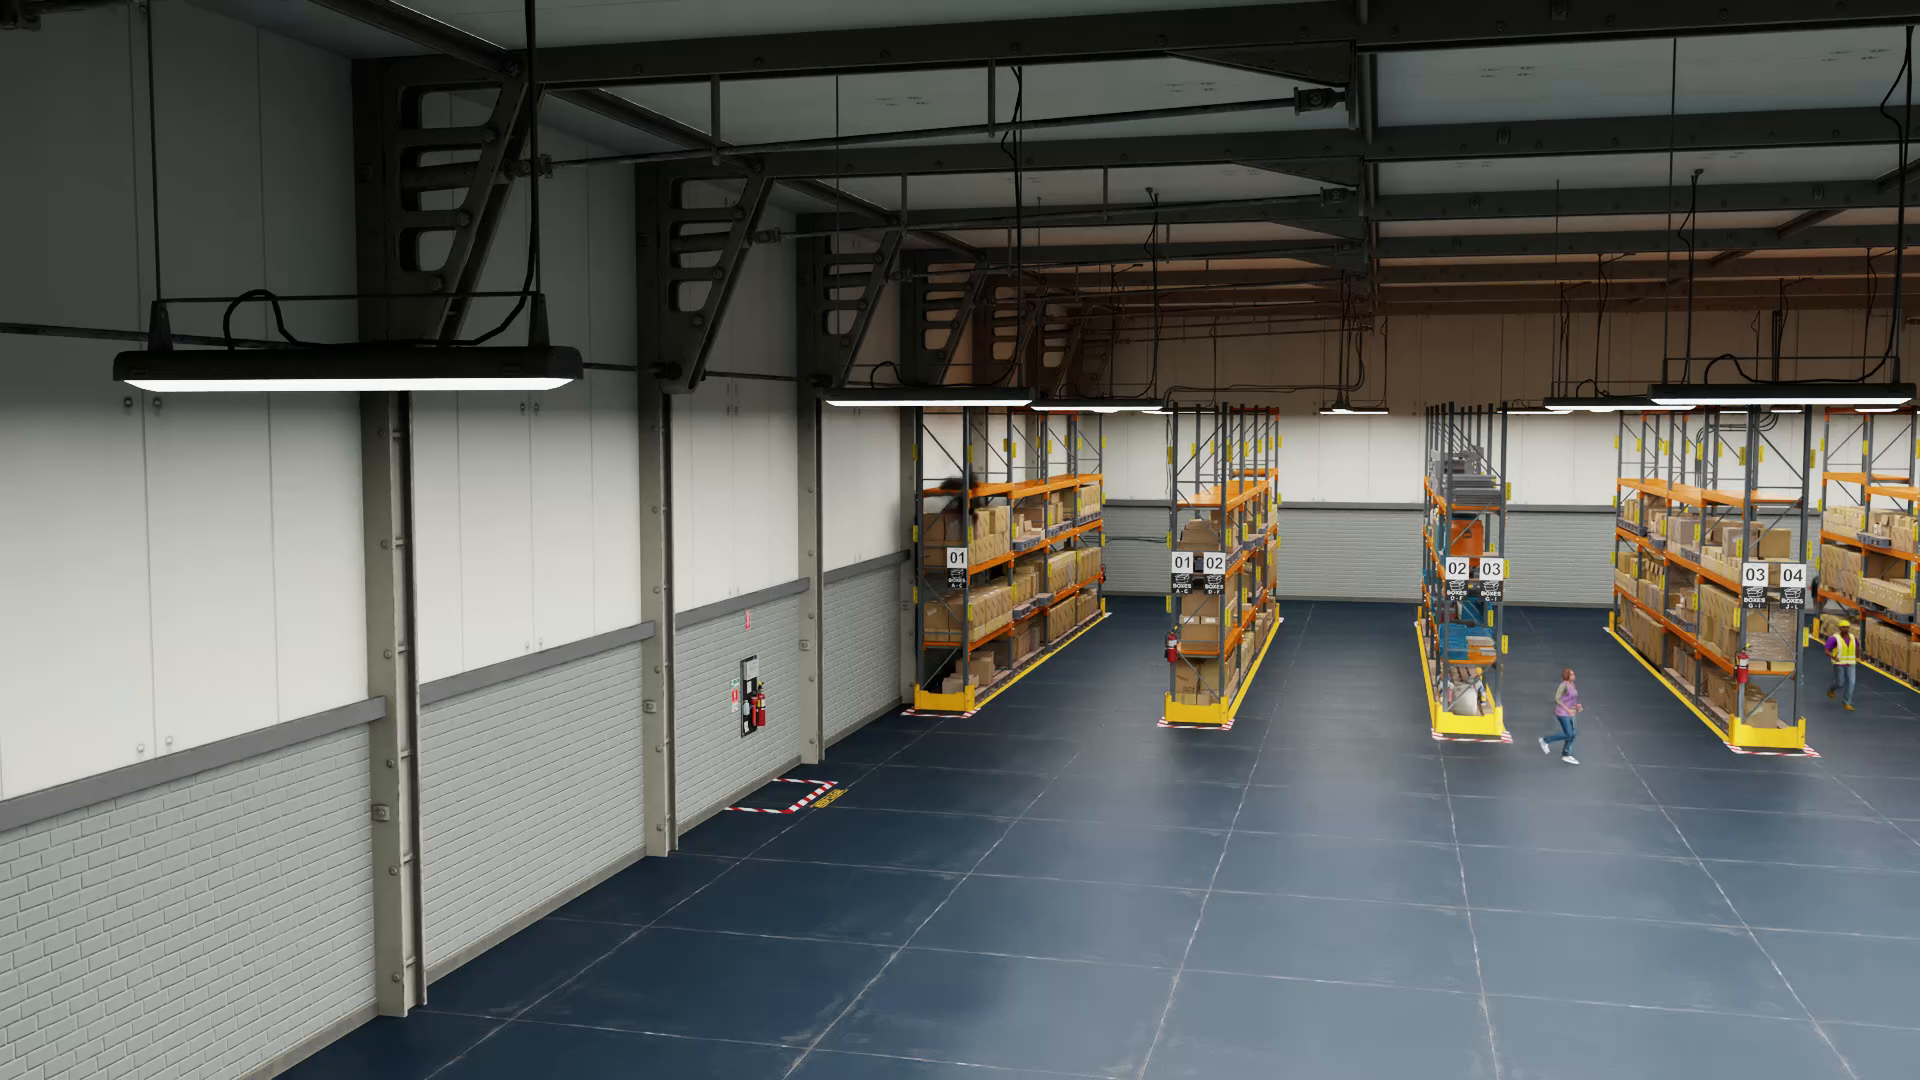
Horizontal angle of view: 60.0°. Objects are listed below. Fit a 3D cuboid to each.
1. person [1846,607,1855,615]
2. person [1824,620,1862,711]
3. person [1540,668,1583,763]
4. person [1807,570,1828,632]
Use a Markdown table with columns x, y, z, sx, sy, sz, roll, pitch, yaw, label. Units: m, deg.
| x | y | z | sx | sy | sz | roll | pitch | yaw | label |
| --- | --- | --- | --- | --- | --- | --- | --- | --- | --- |
| 23.725 | 1.696 | 43.974 | 0.611 | 1.587 | 0.595 | -2 | 5 | -29 | person |
| 17.401 | 2.445 | 32.718 | 0.713 | 1.736 | 0.897 | 0 | 4 | 5 | person |
| 10.035 | 2.908 | 27.706 | 0.614 | 1.579 | 0.539 | 4 | 6 | 42 | person |
| 22.995 | 1.532 | 44.375 | 0.820 | 1.642 | 0.660 | -1 | 4 | -19 | person |
